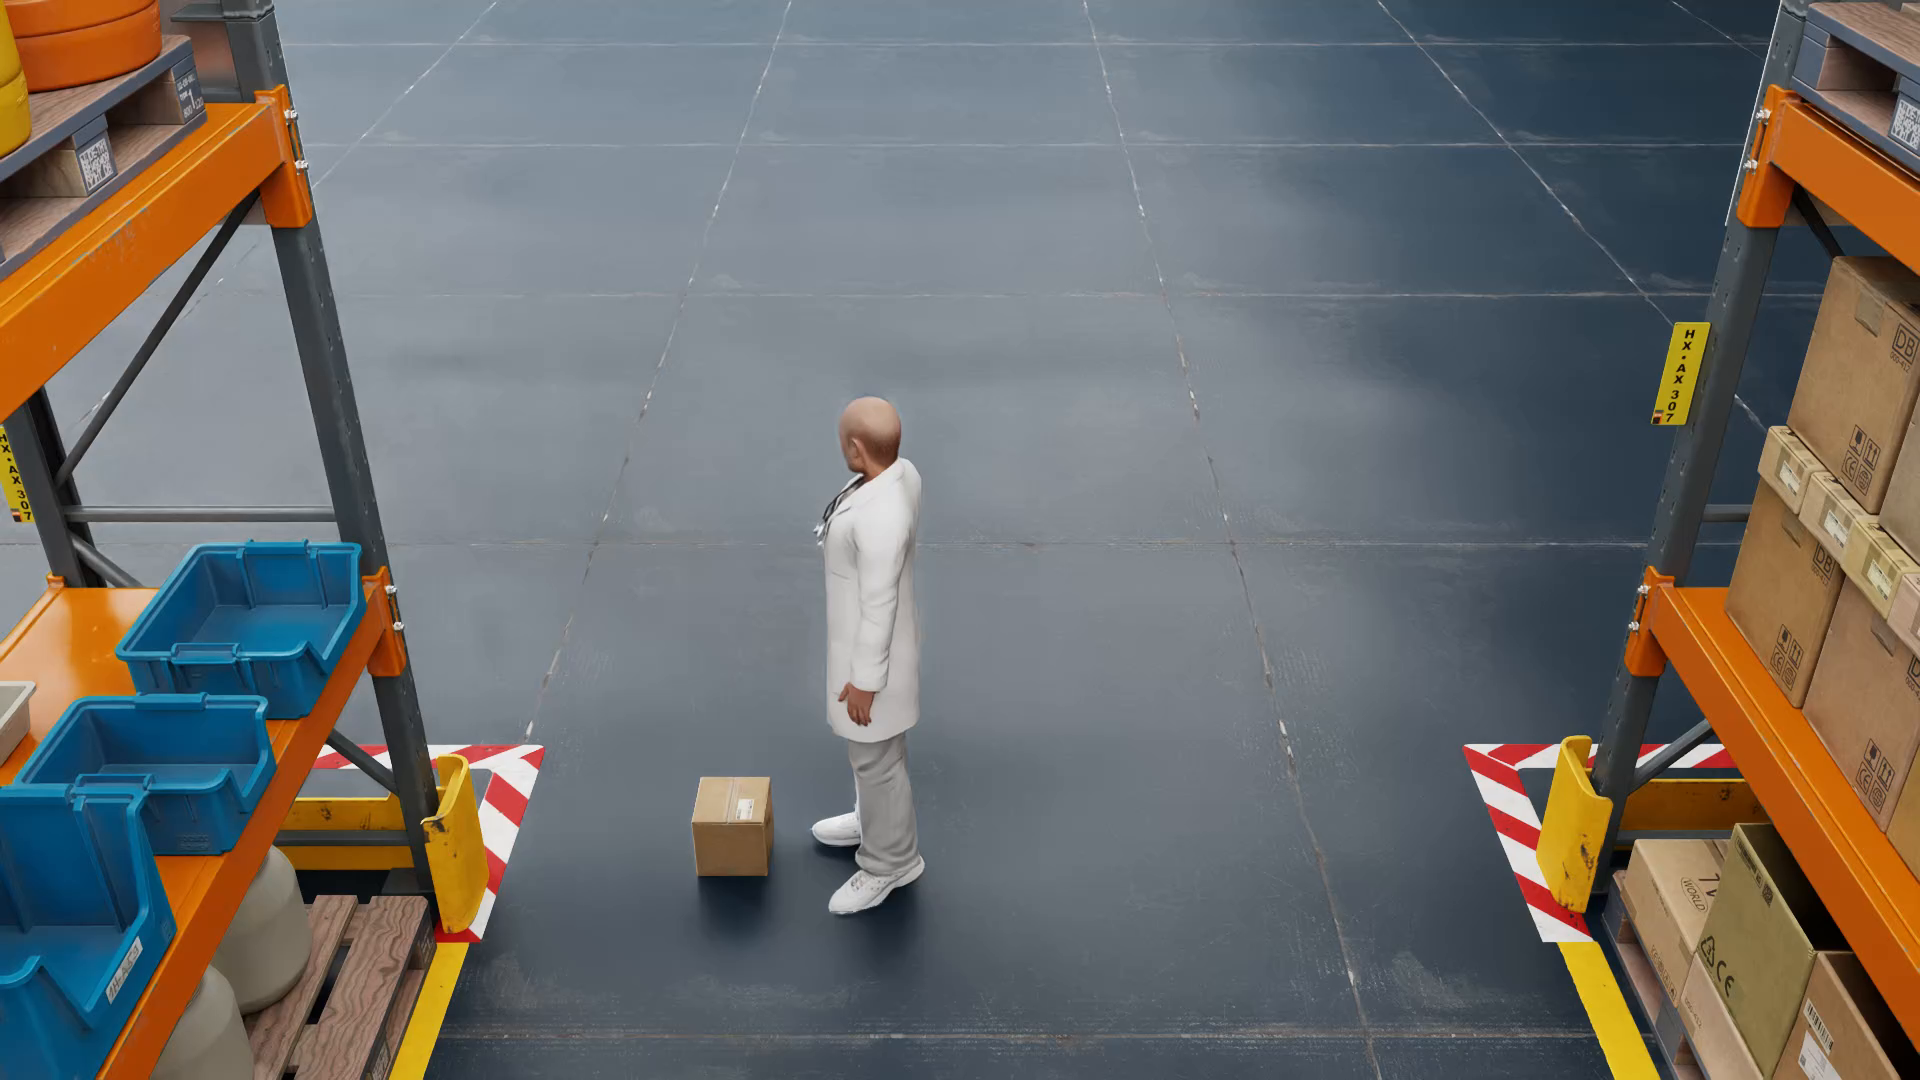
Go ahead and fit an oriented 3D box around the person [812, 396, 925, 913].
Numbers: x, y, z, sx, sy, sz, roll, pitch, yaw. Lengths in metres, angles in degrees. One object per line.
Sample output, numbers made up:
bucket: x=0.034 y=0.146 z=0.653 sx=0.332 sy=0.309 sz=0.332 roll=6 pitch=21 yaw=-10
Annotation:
person: x=-0.331 y=0.372 z=5.545 sx=0.417 sy=1.818 sz=0.638 roll=1 pitch=31 yaw=1
